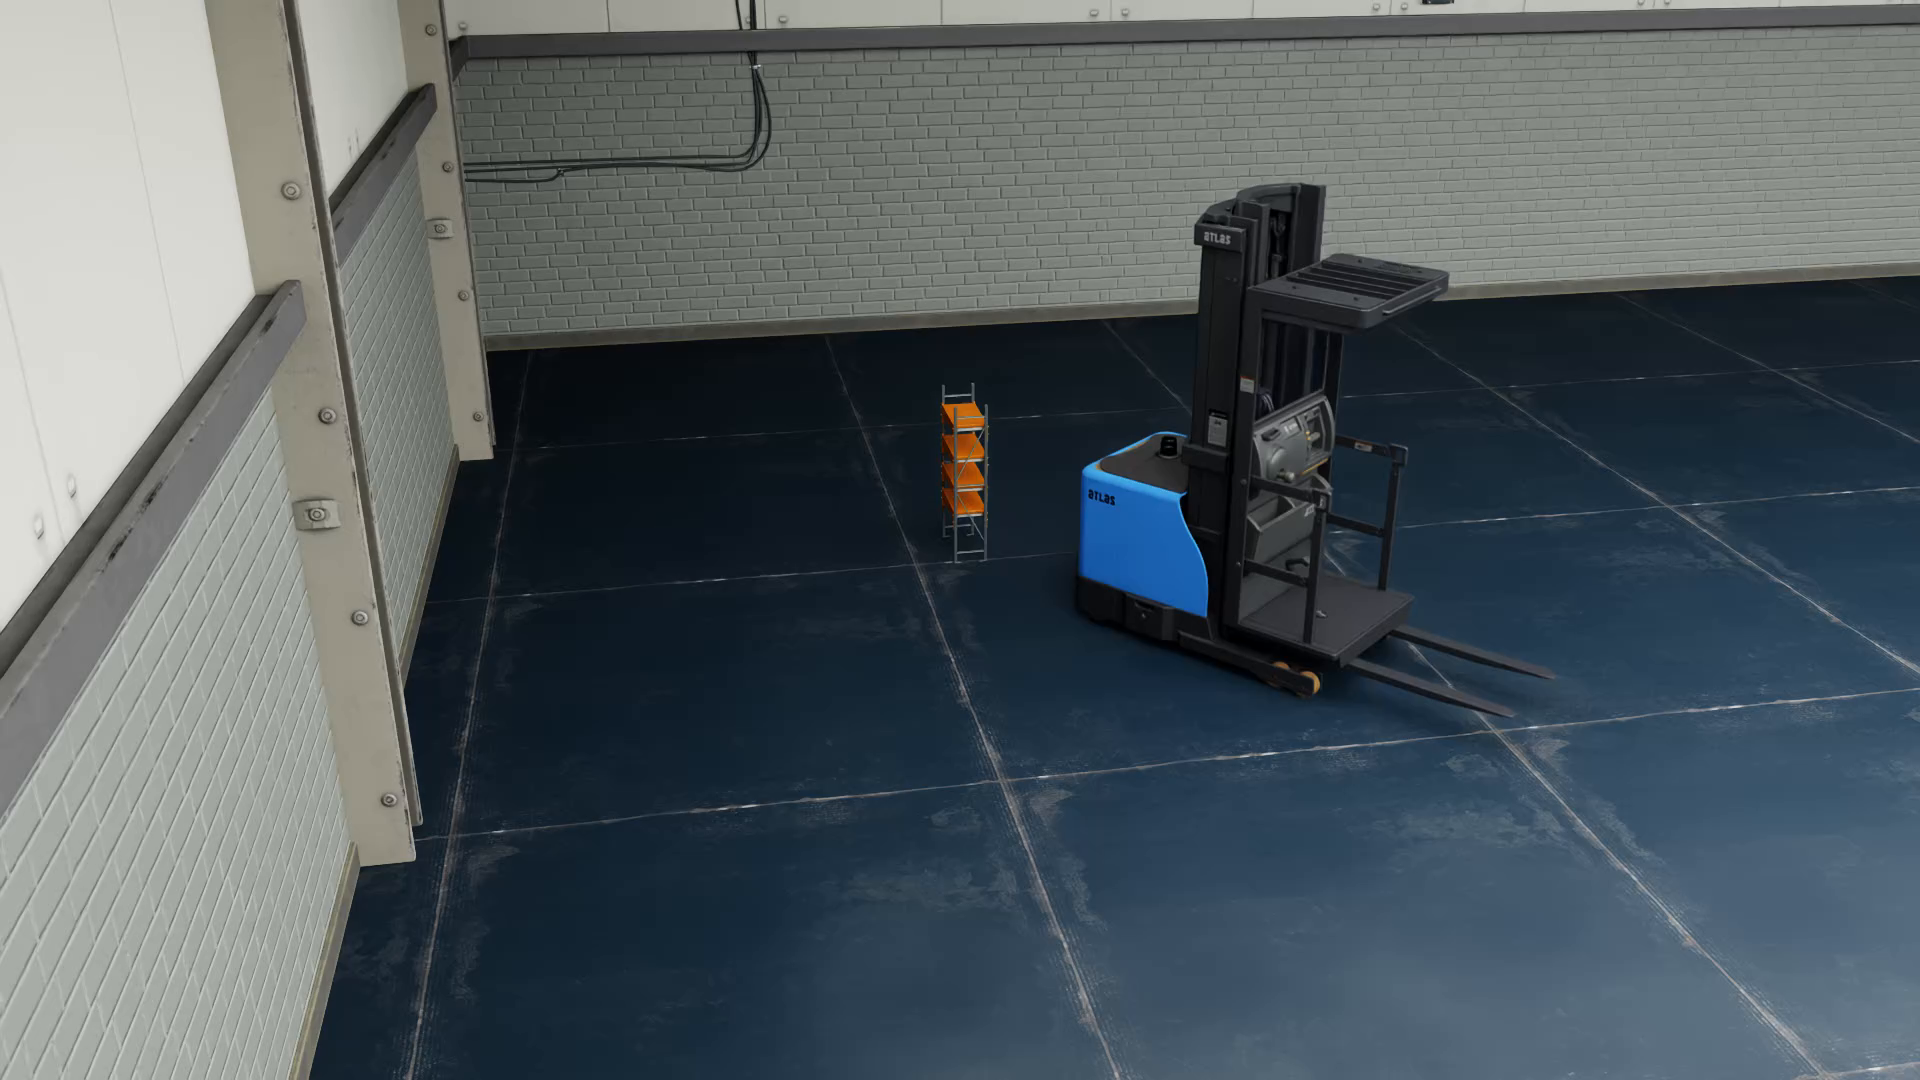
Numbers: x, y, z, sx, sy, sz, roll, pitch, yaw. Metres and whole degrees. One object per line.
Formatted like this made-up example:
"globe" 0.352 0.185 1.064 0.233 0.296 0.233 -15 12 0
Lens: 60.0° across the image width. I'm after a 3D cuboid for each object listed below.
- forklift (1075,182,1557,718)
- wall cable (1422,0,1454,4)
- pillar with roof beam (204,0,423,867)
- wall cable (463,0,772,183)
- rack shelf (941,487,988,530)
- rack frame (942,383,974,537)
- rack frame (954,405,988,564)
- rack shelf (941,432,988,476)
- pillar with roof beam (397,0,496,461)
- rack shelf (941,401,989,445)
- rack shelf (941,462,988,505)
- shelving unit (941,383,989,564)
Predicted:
"forklift" 2.238 -0.607 10.219 3.031 2.935 1.130 18 30 36
"wall cable" 5.949 -8.390 16.211 2.305 6.003 0.169 -4 24 -10
"pillar with roof beam" 1.202 -2.837 7.745 9.100 9.000 0.400 -4 24 -10
"wall cable" -3.384 -4.712 15.918 3.097 2.526 0.112 -4 24 -10
"rack shelf" 0.031 -0.241 12.210 0.258 0.148 0.480 -4 24 -10
"rack frame" -0.014 -0.581 12.323 0.240 1.200 0.015 -4 24 -10
"rack frame" 0.076 -0.389 11.884 0.240 1.200 0.015 -4 24 -10
"rack shelf" 0.031 -0.628 12.041 0.258 0.148 0.480 -4 24 -10
"pillar with roof beam" 0.092 -5.197 13.149 9.100 9.000 0.400 -4 24 -10
"rack shelf" 0.031 -0.845 11.946 0.258 0.148 0.480 -4 24 -10
"rack shelf" 0.031 -0.423 12.130 0.258 0.148 0.480 -4 24 -10
"shelving unit" 0.031 -0.485 12.103 0.258 1.200 0.503 -4 24 -10
